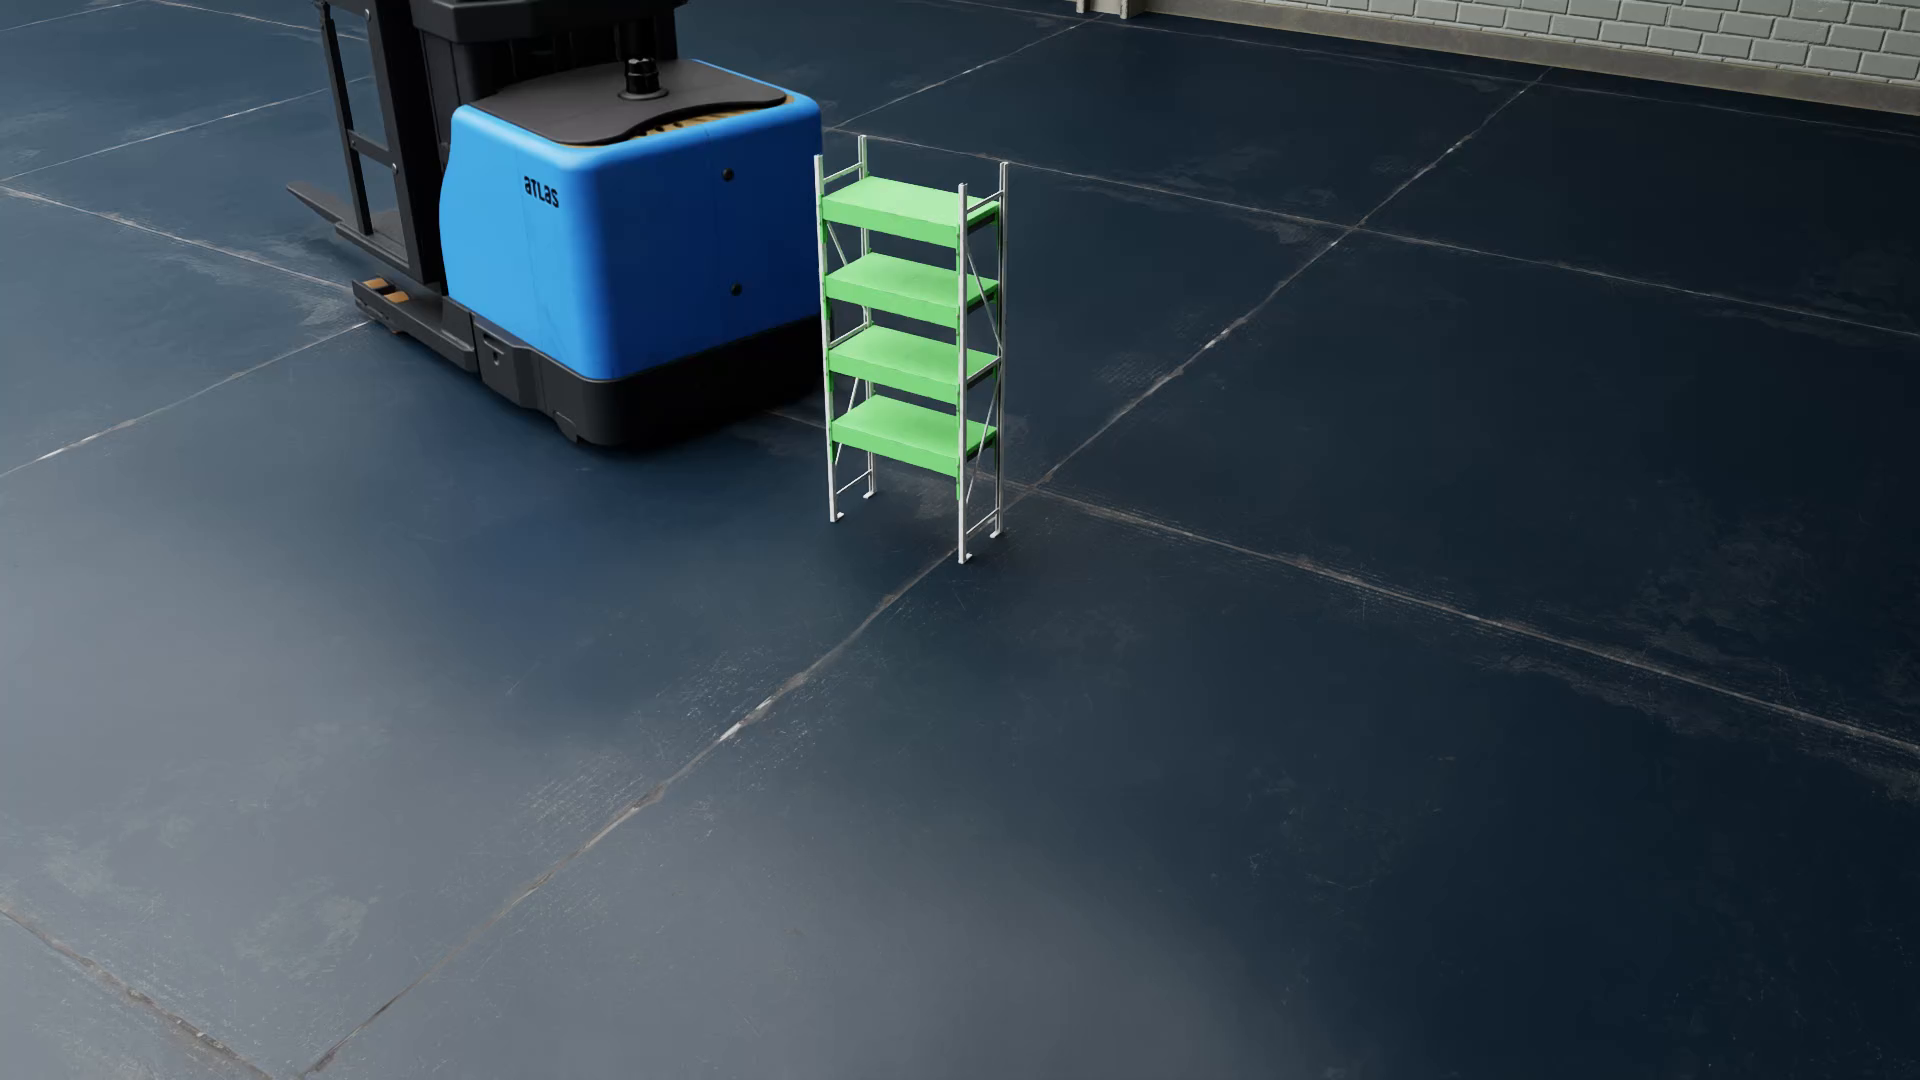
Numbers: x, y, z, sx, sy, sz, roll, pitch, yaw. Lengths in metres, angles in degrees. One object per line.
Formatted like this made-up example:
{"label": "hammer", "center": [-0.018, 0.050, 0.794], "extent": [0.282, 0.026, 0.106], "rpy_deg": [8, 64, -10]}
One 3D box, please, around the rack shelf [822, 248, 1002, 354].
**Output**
{"label": "rack shelf", "center": [-0.140, -0.715, 4.935], "extent": [0.480, 0.148, 0.258], "rpy_deg": [18, 35, 27]}

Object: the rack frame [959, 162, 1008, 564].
{"label": "rack frame", "center": [0.066, -0.497, 4.912], "extent": [0.015, 1.200, 0.240], "rpy_deg": [18, 35, 27]}

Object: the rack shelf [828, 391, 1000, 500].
{"label": "rack shelf", "center": [-0.140, -0.300, 5.177], "extent": [0.480, 0.148, 0.258], "rpy_deg": [18, 35, 27]}

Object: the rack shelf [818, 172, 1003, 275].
{"label": "rack shelf", "center": [-0.140, -0.922, 4.814], "extent": [0.480, 0.148, 0.258], "rpy_deg": [18, 35, 27]}

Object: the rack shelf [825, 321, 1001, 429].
{"label": "rack shelf", "center": [-0.140, -0.507, 5.056], "extent": [0.480, 0.148, 0.258], "rpy_deg": [18, 35, 27]}

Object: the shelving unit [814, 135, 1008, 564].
{"label": "shelving unit", "center": [-0.140, -0.563, 5.024], "extent": [0.503, 1.200, 0.258], "rpy_deg": [18, 35, 27]}

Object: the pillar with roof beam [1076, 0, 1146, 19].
{"label": "pillar with roof beam", "center": [-1.235, -5.722, 6.128], "extent": [0.400, 9.000, 9.100], "rpy_deg": [18, 35, 27]}

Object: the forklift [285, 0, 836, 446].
{"label": "forklift", "center": [-1.822, -2.245, 6.190], "extent": [1.130, 2.935, 3.031], "rpy_deg": [-24, 38, -35]}

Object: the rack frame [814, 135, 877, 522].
{"label": "rack frame", "center": [-0.347, -0.628, 5.136], "extent": [0.015, 1.200, 0.240], "rpy_deg": [18, 35, 27]}
